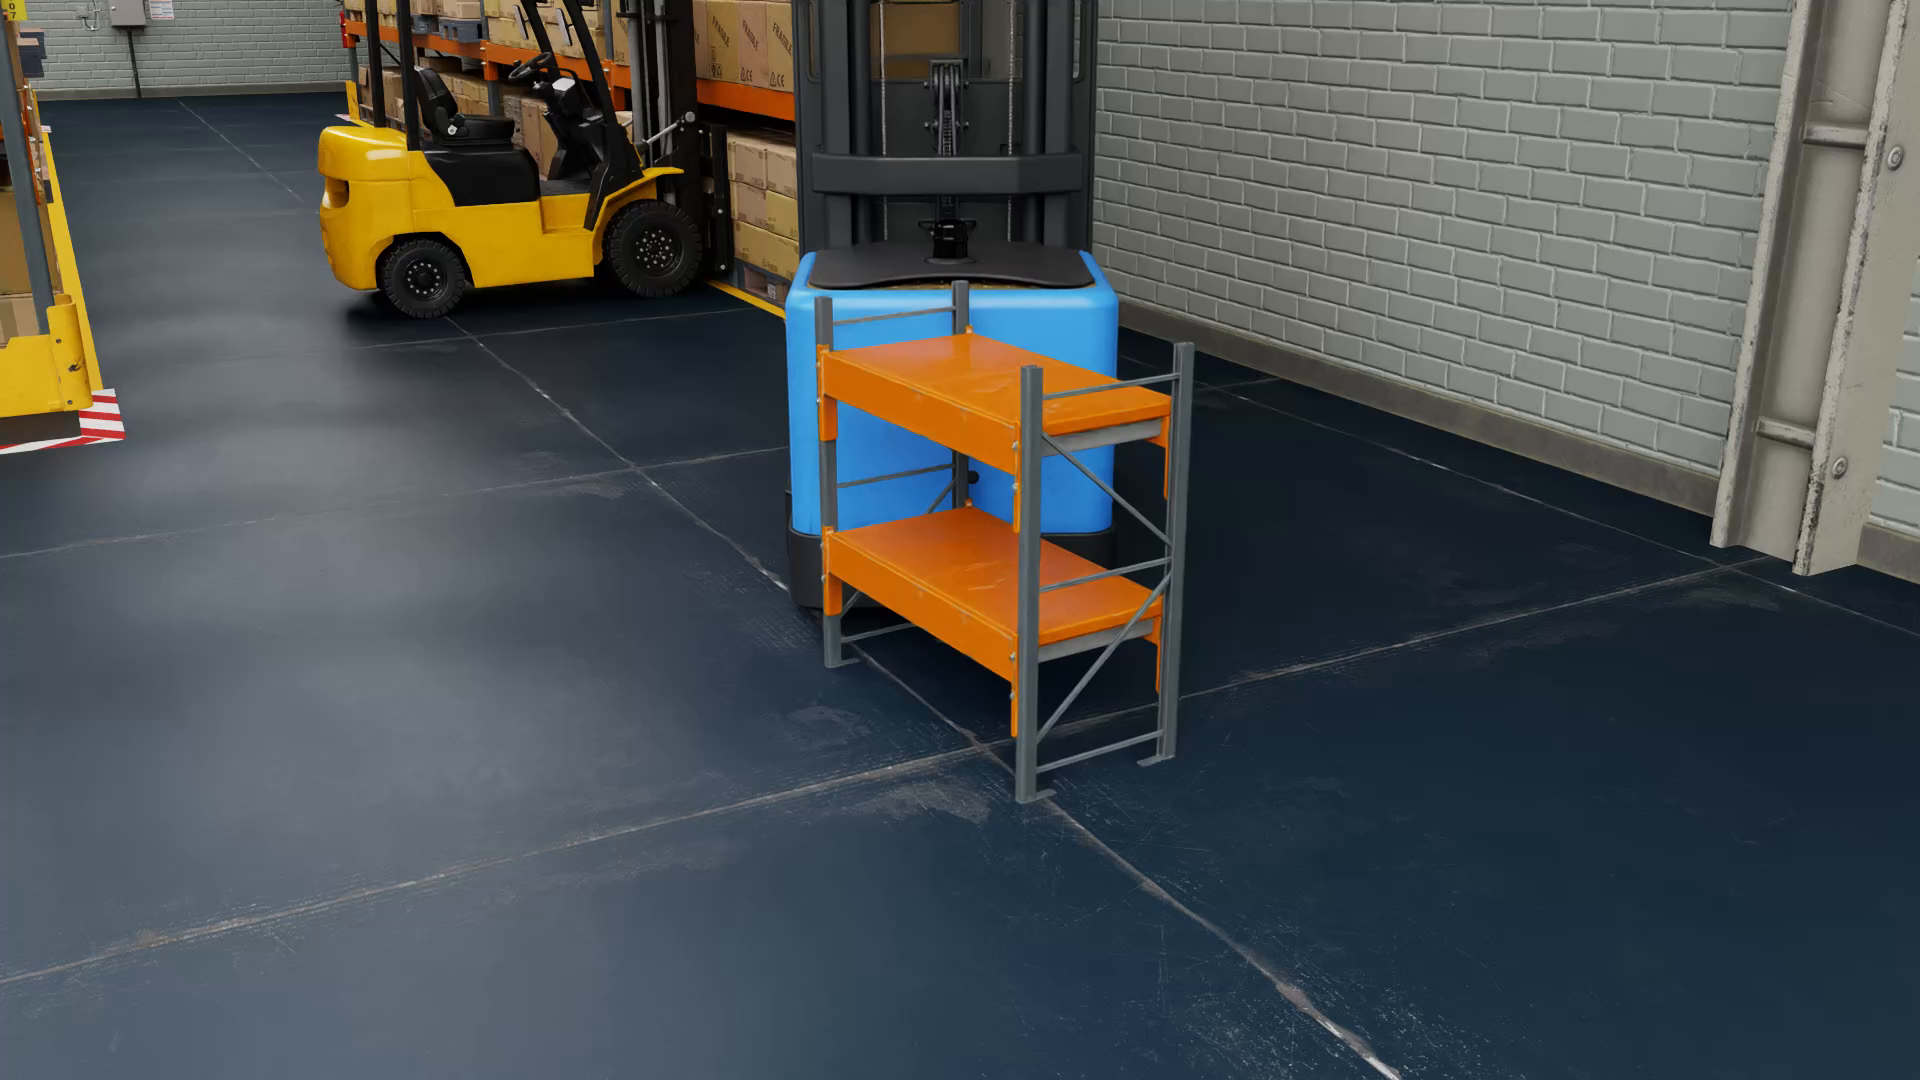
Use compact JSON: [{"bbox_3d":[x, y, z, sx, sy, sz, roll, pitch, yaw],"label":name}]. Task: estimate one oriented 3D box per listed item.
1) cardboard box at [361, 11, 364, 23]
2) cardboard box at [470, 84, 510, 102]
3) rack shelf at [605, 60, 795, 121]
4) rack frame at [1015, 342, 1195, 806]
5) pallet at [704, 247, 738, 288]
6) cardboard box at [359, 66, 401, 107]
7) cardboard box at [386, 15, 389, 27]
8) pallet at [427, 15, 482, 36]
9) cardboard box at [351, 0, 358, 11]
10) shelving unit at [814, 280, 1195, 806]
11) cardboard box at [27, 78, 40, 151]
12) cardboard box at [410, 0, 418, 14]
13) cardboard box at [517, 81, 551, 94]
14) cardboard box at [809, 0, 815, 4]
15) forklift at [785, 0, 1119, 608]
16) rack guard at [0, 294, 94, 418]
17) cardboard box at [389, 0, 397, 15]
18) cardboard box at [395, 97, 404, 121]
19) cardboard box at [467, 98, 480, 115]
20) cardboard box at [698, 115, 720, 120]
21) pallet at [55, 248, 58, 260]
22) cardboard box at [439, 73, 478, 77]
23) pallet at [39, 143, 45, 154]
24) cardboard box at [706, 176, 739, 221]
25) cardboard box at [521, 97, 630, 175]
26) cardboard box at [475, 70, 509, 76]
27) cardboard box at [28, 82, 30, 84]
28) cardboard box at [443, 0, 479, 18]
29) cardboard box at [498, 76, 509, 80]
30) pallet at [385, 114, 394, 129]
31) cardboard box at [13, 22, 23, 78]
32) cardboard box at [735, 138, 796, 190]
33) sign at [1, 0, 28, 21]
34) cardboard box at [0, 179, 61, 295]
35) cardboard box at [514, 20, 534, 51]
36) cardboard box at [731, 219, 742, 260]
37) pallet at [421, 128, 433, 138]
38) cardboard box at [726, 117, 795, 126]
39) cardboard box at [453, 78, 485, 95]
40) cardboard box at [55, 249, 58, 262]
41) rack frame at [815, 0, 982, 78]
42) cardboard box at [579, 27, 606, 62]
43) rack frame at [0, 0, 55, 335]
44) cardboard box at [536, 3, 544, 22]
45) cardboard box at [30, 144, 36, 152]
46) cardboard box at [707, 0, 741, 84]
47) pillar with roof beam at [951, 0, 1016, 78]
[{"bbox_3d":[-7.640,-6.875,21.841,0.380,0.149,0.250,-9,21,-25],"label":"cardboard box"},{"bbox_3d":[-4.753,-4.551,16.917,0.380,0.149,0.250,-11,22,-29],"label":"cardboard box"},{"bbox_3d":[-1.290,-2.989,11.299,1.077,0.370,4.000,-10,21,-27],"label":"rack shelf"},{"bbox_3d":[0.358,0.090,4.146,0.500,1.125,0.032,-12,22,-31],"label":"rack frame"},{"bbox_3d":[-1.315,-2.000,11.604,1.003,0.211,1.213,-10,21,-27],"label":"pallet"},{"bbox_3d":[-7.731,-6.177,22.616,0.797,0.503,0.637,-11,22,-29],"label":"cardboard box"},{"bbox_3d":[-6.800,-6.356,20.336,0.380,0.149,0.250,-9,21,-25],"label":"cardboard box"},{"bbox_3d":[-5.066,-5.519,17.820,1.003,0.211,1.213,-10,21,-27],"label":"pallet"},{"bbox_3d":[-7.720,-7.101,21.887,0.500,0.250,0.500,-10,21,-26],"label":"cardboard box"},{"bbox_3d":[0.084,-0.049,4.550,0.538,1.125,1.048,-12,22,-31],"label":"shelving unit"},{"bbox_3d":[-9.604,-4.201,16.320,0.875,0.875,0.875,-9,21,-25],"label":"cardboard box"},{"bbox_3d":[-5.759,-6.124,18.482,0.700,0.500,0.500,-10,21,-26],"label":"cardboard box"},{"bbox_3d":[-4.403,-4.713,17.384,0.380,0.149,0.250,-10,21,-26],"label":"cardboard box"},{"bbox_3d":[-0.751,-3.165,9.558,0.380,0.149,0.250,-10,21,-26],"label":"cardboard box"},{"bbox_3d":[-0.060,-1.599,6.271,1.130,2.935,3.031,-1,19,-1],"label":"forklift"},{"bbox_3d":[-4.743,-0.826,7.757,1.175,0.500,0.348,-10,21,-27],"label":"rack guard"},{"bbox_3d":[-6.495,-6.378,19.791,0.500,0.250,0.500,-9,21,-25],"label":"cardboard box"},{"bbox_3d":[-6.731,-5.323,20.507,0.396,0.266,0.258,-9,21,-25],"label":"cardboard box"},{"bbox_3d":[-4.757,-4.302,17.189,0.500,0.500,0.500,-10,22,-27],"label":"cardboard box"},{"bbox_3d":[-2.052,-2.939,12.089,0.500,0.250,0.500,-10,21,-27],"label":"cardboard box"},{"bbox_3d":[-6.256,-1.628,10.526,1.003,0.211,1.213,-10,21,-27],"label":"pallet"},{"bbox_3d":[-5.628,-5.163,18.690,0.380,0.149,0.250,-10,22,-28],"label":"cardboard box"},{"bbox_3d":[-9.972,-3.902,17.116,1.003,0.211,1.213,-10,21,-27],"label":"pallet"},{"bbox_3d":[-1.339,-2.272,10.923,0.500,0.250,0.500,-11,22,-28],"label":"cardboard box"},{"bbox_3d":[-3.537,-3.760,15.427,0.875,0.625,0.625,-9,21,-25],"label":"cardboard box"},{"bbox_3d":[-5.357,-5.319,19.143,0.380,0.149,0.250,-10,21,-26],"label":"cardboard box"},{"bbox_3d":[-11.903,-5.392,20.443,0.875,0.438,0.875,-11,22,-28],"label":"cardboard box"},{"bbox_3d":[-4.925,-5.432,16.862,0.500,0.250,0.500,-11,22,-29],"label":"cardboard box"},{"bbox_3d":[-4.864,-5.020,18.276,0.380,0.149,0.250,-11,22,-29],"label":"cardboard box"},{"bbox_3d":[-6.947,-5.430,21.544,1.003,0.211,1.213,-10,21,-27],"label":"pallet"},{"bbox_3d":[-4.936,-2.500,8.170,0.500,0.500,0.500,-9,21,-25],"label":"cardboard box"},{"bbox_3d":[-1.081,-2.356,10.400,0.500,0.250,0.500,-10,21,-26],"label":"cardboard box"},{"bbox_3d":[-4.229,-2.479,7.389,0.100,0.325,0.005,-10,21,-27],"label":"sign"},{"bbox_3d":[-4.858,-1.520,8.359,0.500,0.500,0.500,-11,22,-28],"label":"cardboard box"},{"bbox_3d":[-3.658,-4.524,14.873,0.500,0.250,0.500,-11,22,-28],"label":"cardboard box"},{"bbox_3d":[-1.299,-2.029,10.985,0.500,0.250,0.500,-10,21,-26],"label":"cardboard box"},{"bbox_3d":[-5.619,-4.654,19.296,1.003,0.211,1.213,-10,21,-27],"label":"pallet"},{"bbox_3d":[-1.353,-2.873,11.898,0.500,0.250,0.500,-10,21,-26],"label":"cardboard box"},{"bbox_3d":[-5.201,-4.863,17.819,0.380,0.149,0.250,-11,22,-29],"label":"cardboard box"},{"bbox_3d":[-5.352,-1.461,9.338,0.500,0.250,0.500,-8,21,-23],"label":"cardboard box"},{"bbox_3d":[-0.340,-2.755,9.518,1.000,3.000,0.127,-10,21,-27],"label":"rack frame"},{"bbox_3d":[-2.709,-3.937,13.172,0.500,0.250,0.500,-9,21,-25],"label":"cardboard box"},{"bbox_3d":[-4.707,-1.985,7.286,1.000,3.000,0.127,-10,21,-27],"label":"rack frame"},{"bbox_3d":[-3.409,-4.612,14.363,0.500,0.250,0.500,-10,21,-26],"label":"cardboard box"},{"bbox_3d":[-5.846,-2.113,10.078,0.500,0.500,0.500,-10,21,-26],"label":"cardboard box"},{"bbox_3d":[-1.287,-3.201,10.655,0.500,0.500,0.500,-10,22,-28],"label":"cardboard box"},{"bbox_3d":[-3.666,-5.264,7.591,9.100,9.000,0.400,-10,21,-27],"label":"pillar with roof beam"}]
